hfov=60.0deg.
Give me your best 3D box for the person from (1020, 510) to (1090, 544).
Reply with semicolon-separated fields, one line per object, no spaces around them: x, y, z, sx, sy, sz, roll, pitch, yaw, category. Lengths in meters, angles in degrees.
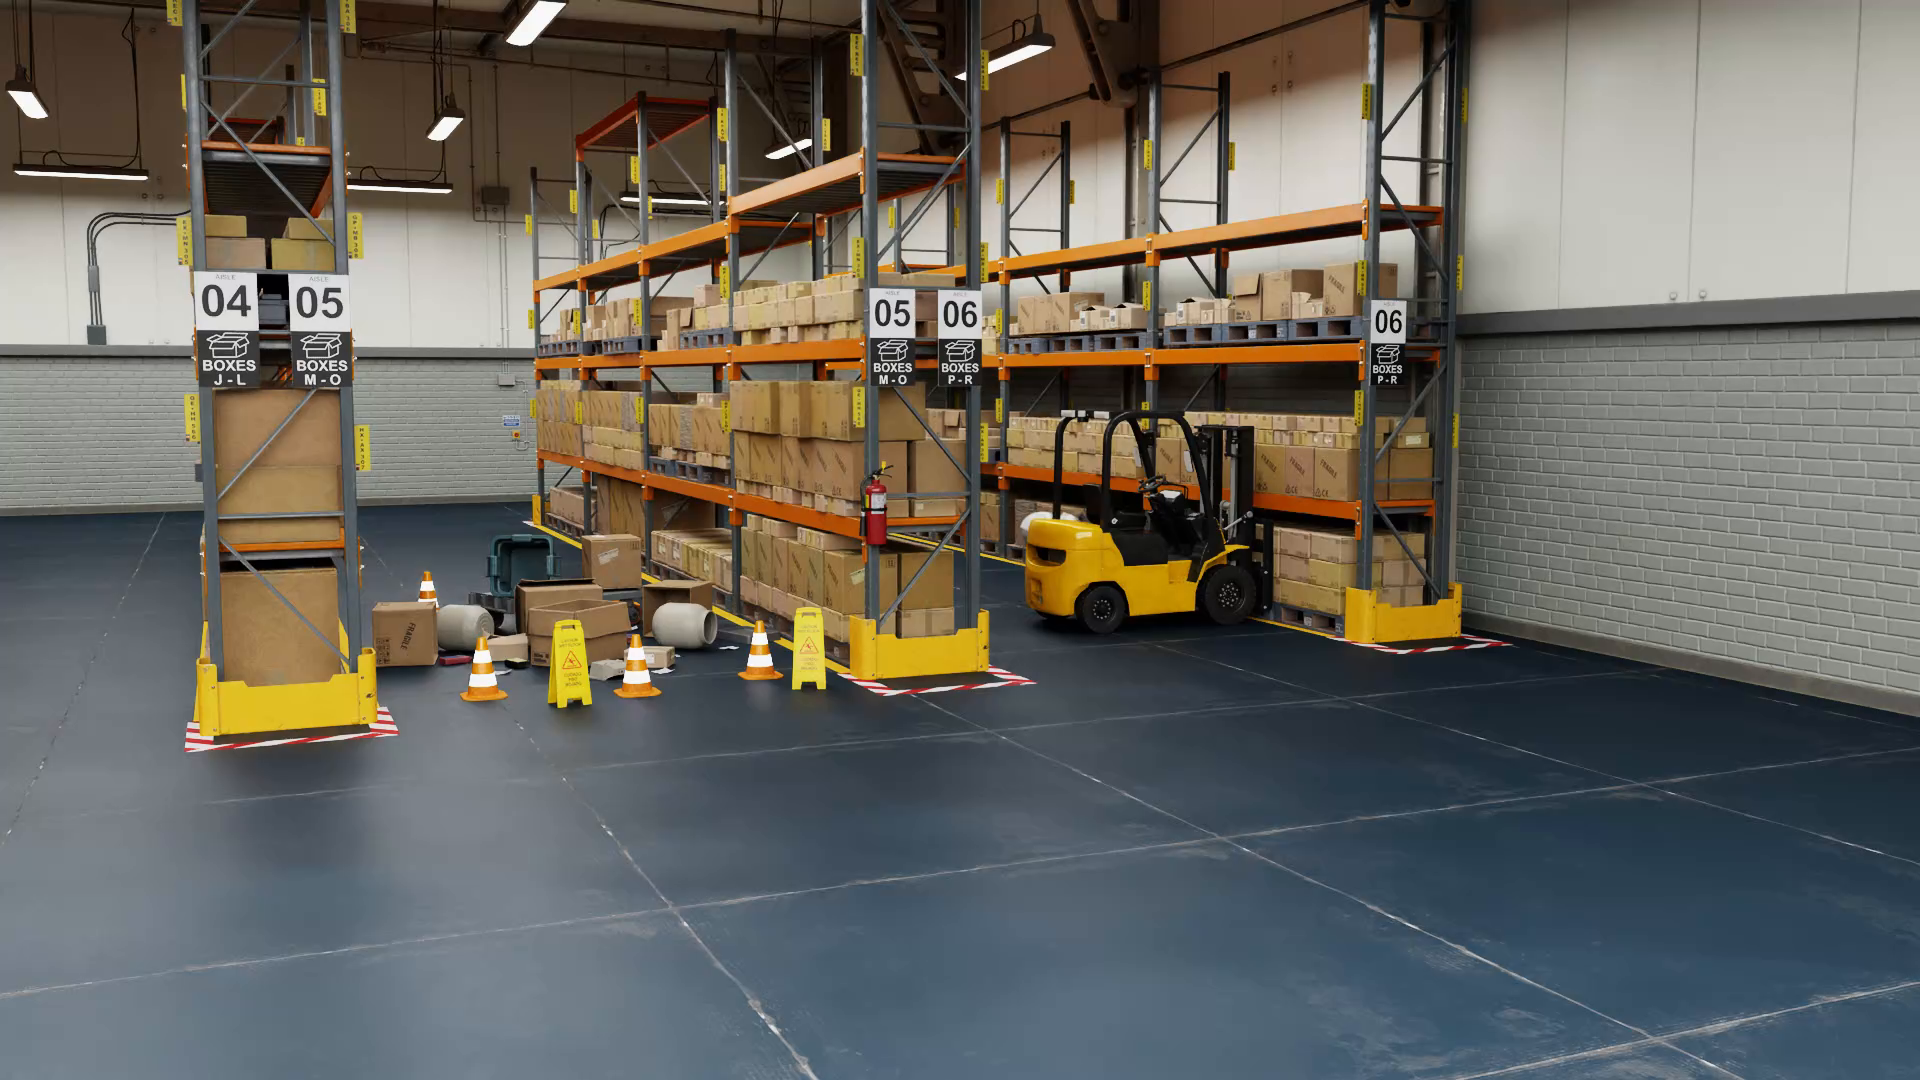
1.112;0.192;18.336;0.924;1.030;0.424;-3;6;-26;person
